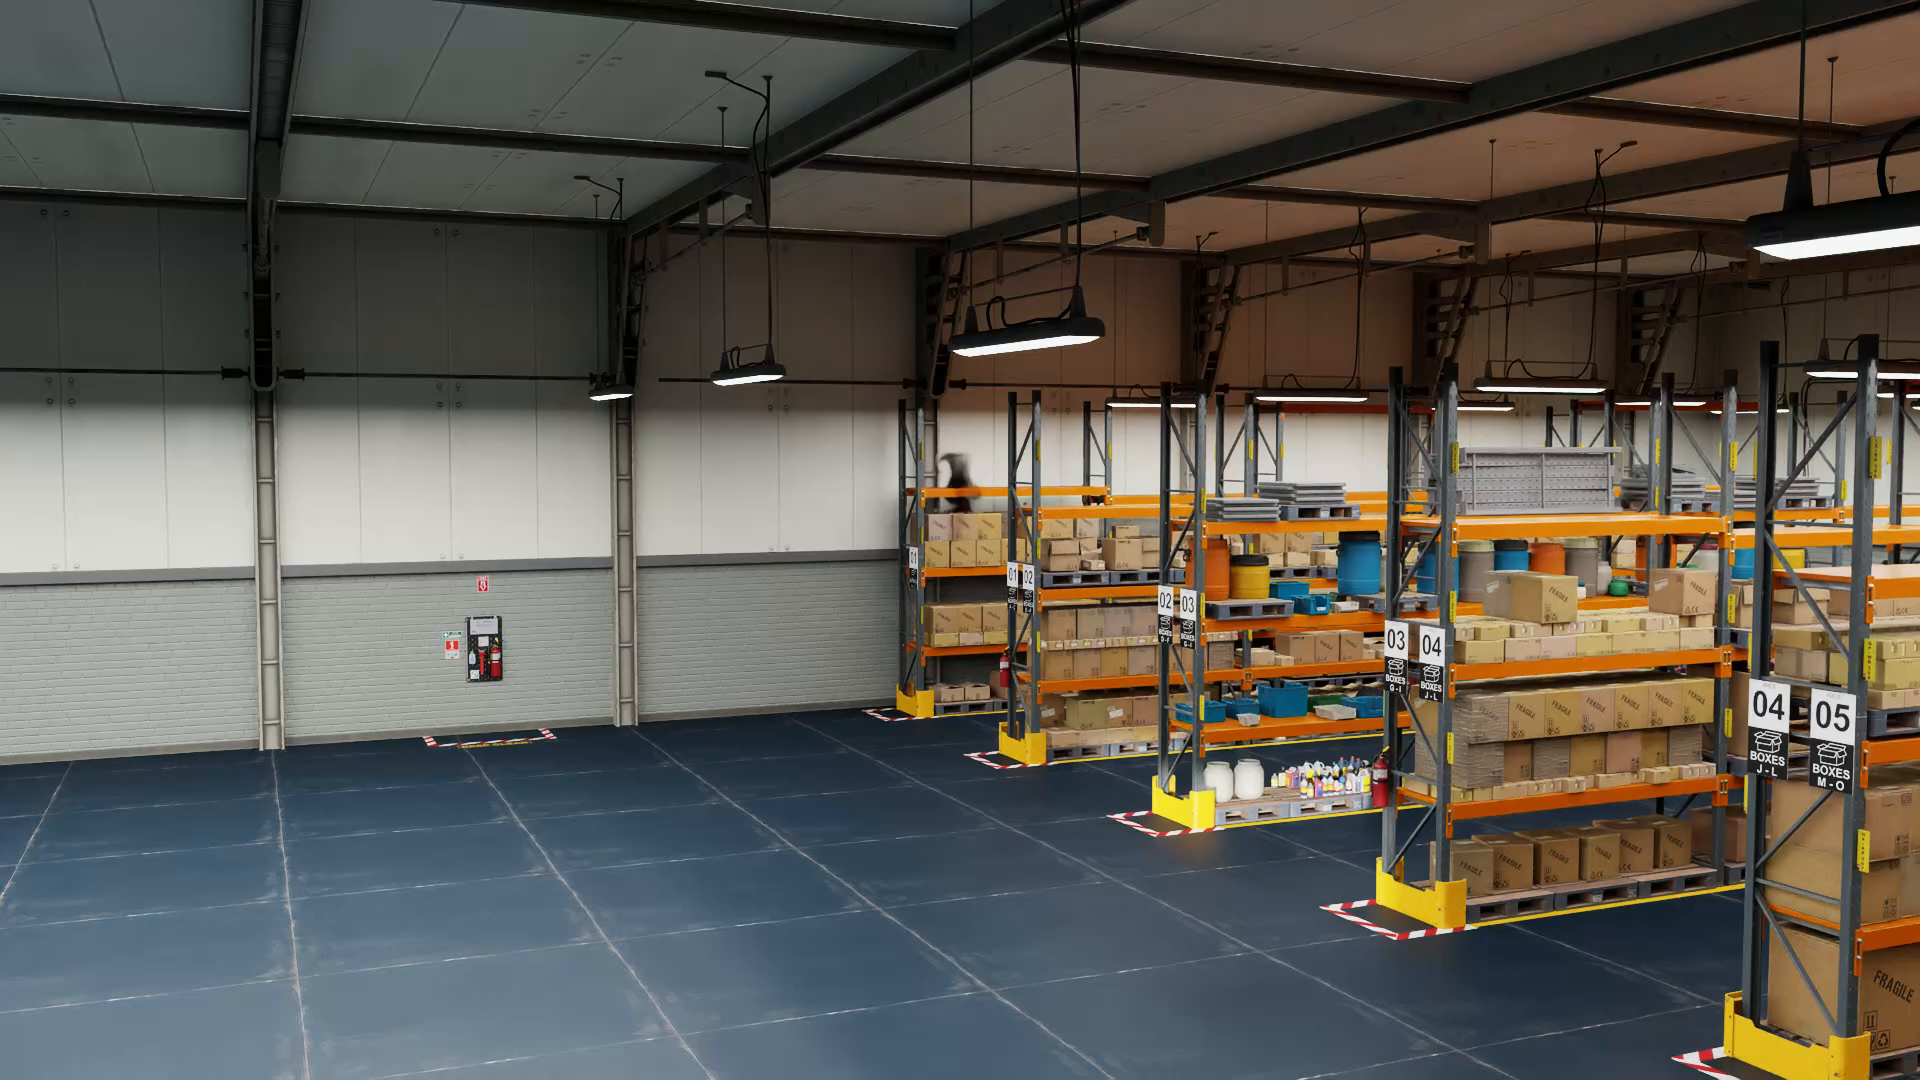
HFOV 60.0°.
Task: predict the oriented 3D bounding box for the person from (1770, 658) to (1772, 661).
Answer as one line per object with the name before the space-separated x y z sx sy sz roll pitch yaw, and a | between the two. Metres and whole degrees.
person | 17.552 2.262 35.807 0.689 1.683 0.999 0 3 -8
